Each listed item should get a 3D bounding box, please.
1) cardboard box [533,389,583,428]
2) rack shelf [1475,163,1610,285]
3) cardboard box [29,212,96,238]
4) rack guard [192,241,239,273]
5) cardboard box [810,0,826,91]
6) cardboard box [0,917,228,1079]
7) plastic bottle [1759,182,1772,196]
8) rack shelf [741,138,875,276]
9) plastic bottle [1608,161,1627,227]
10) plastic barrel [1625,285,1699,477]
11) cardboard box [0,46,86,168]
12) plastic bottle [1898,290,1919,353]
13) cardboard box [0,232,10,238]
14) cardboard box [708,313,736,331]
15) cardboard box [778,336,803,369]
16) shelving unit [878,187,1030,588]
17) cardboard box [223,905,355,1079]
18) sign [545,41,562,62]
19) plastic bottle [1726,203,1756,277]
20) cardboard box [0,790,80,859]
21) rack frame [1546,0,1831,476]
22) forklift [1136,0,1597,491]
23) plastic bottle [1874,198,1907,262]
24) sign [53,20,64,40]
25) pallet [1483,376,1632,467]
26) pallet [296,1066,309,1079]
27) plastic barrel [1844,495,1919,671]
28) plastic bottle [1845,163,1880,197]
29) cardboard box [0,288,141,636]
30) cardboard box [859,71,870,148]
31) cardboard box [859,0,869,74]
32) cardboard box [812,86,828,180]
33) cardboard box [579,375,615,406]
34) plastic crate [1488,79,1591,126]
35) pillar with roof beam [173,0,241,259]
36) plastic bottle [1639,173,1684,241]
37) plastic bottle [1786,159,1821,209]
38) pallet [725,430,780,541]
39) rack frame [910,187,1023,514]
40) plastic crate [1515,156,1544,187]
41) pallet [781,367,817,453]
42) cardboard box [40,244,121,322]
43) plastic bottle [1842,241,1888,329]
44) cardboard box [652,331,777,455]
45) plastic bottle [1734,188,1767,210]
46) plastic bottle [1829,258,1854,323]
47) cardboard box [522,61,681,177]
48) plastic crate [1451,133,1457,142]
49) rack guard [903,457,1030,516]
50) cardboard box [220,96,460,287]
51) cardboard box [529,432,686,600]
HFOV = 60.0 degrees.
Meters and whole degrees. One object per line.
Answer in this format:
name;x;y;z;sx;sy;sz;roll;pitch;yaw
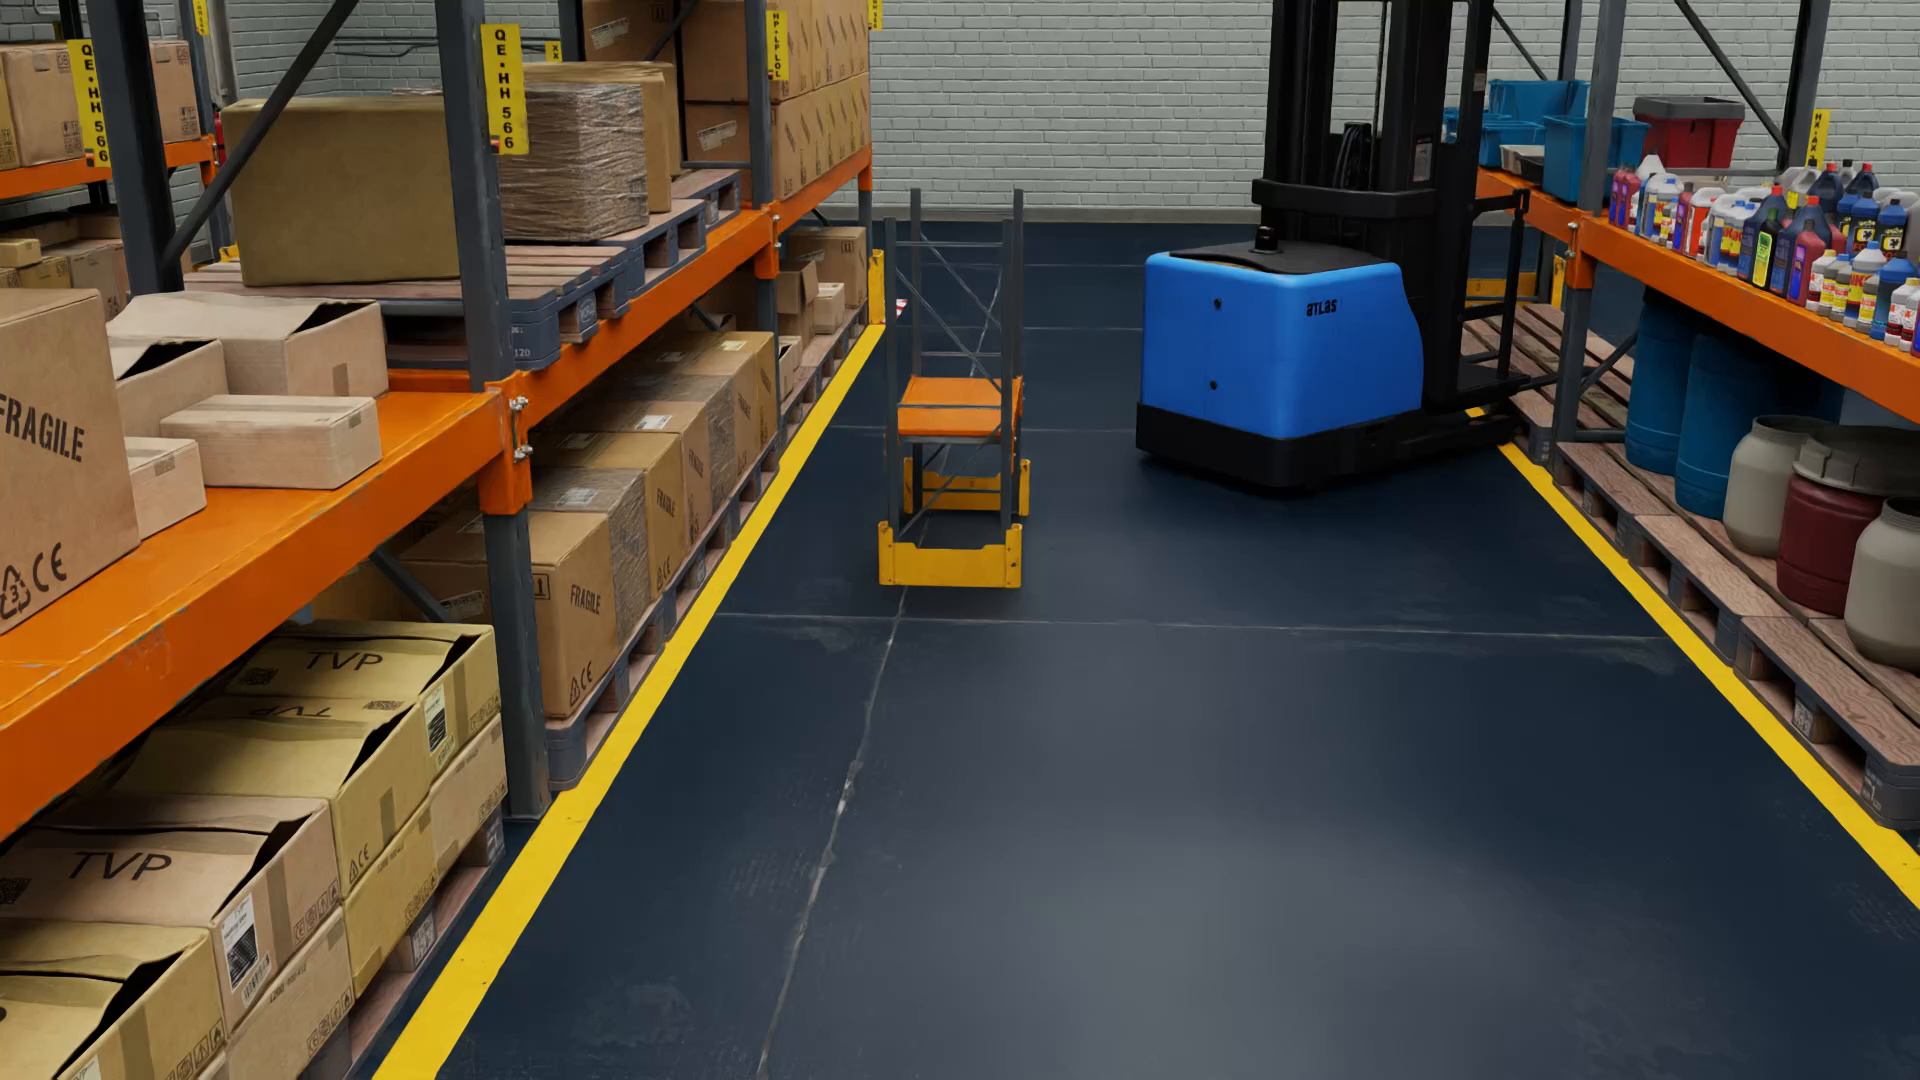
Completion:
cardboard box;-1.826;-0.632;6.639;0.500;0.250;0.500;1;18;3
rack shelf;3.642;-2.034;9.967;1.077;0.370;4.000;1;18;4
cardboard box;-6.272;-2.204;11.630;0.380;0.149;0.250;1;18;4
rack guard;-6.094;-2.037;12.838;1.175;0.500;0.348;1;18;4
cardboard box;-1.053;-2.849;9.533;0.500;0.500;0.500;1;18;2
cardboard box;-1.628;0.859;2.825;0.500;0.311;0.500;2;18;5
plastic bottle;3.667;-1.527;7.586;0.097;0.201;0.097;0;18;0
rack shelf;-1.298;-2.145;10.308;1.077;0.370;4.000;1;18;4
plastic bottle;3.047;-1.594;7.659;0.061;0.283;0.133;1;18;4
plastic barrel;3.443;-0.788;7.706;0.600;0.901;0.708;1;18;4
cardboard box;-6.227;-2.739;10.483;0.980;0.700;0.700;0;18;1
plastic bottle;2.859;-0.660;4.938;0.097;0.201;0.097;0;18;0
cardboard box;-6.345;-1.889;10.669;0.380;0.149;0.250;1;18;3
cardboard box;-1.630;-1.214;9.921;0.500;0.311;0.500;1;18;4
cardboard box;-1.144;-1.123;9.877;0.380;0.166;0.250;1;18;4
shelving unit;-0.005;-0.689;7.117;0.587;1.500;1.083;1;18;4
cardboard box;-1.595;0.969;3.391;0.500;0.250;0.500;2;18;5
sign;-1.983;-2.287;8.195;0.100;0.325;0.005;1;18;4
plastic bottle;2.960;-1.133;6.269;0.097;0.271;0.097;0;18;0
cardboard box;-2.127;0.695;3.326;0.500;0.311;0.500;1;18;2
rack frame;3.499;-1.754;7.960;1.000;3.000;0.127;1;18;4
forklift;2.387;-1.981;8.762;3.031;2.935;1.130;-14;23;-36
plastic bottle;3.579;-1.177;6.403;0.097;0.271;0.097;0;18;0
sign;-6.649;-3.681;12.322;0.100;0.325;0.005;1;18;4
pallet;3.513;-0.658;9.093;1.003;0.211;1.213;1;18;4
pallet;-1.916;1.334;3.012;1.003;0.211;1.213;1;18;4
plastic barrel;3.181;0.141;5.496;0.421;0.512;0.421;0;18;0
plastic bottle;3.746;-1.381;6.898;0.144;0.351;0.185;1;18;4
cardboard box;-1.832;-0.150;2.902;0.500;0.500;0.500;0;18;1
cardboard box;-0.915;-3.011;11.633;0.500;0.500;0.500;2;18;6
cardboard box;-0.912;-3.487;11.480;0.500;0.500;0.500;1;18;3
cardboard box;-1.062;-2.380;9.709;0.500;0.500;0.500;1;18;4
cardboard box;-1.790;-0.421;7.200;0.500;0.500;0.500;2;18;5
plastic crate;3.948;-2.934;11.406;0.616;0.435;0.499;1;18;4
pillar with roof beam;-2.471;-6.830;13.816;9.100;9.000;0.400;1;18;4
plastic bottle;3.059;-1.446;7.219;0.152;0.276;0.135;1;18;4
plastic bottle;3.616;-1.441;7.083;0.144;0.351;0.185;1;18;4
pallet;-1.462;-0.287;7.961;1.003;0.211;1.213;1;18;4
rack frame;0.030;-0.844;7.590;0.500;1.500;0.032;1;18;4
plastic crate;3.311;-2.006;9.072;0.437;0.125;0.590;1;18;4
pallet;-1.391;-0.754;9.386;1.003;0.211;1.213;1;18;4
cardboard box;-6.118;-1.698;11.128;0.700;0.500;0.500;1;18;2
plastic bottle;2.886;-0.814;5.297;0.097;0.271;0.097;0;18;0
cardboard box;-1.191;-0.728;8.134;0.500;0.500;0.500;1;18;4
plastic bottle;3.171;-1.269;6.678;0.152;0.276;0.135;1;18;4
plastic bottle;2.893;-0.811;5.400;0.097;0.201;0.097;0;18;0
cardboard box;-1.699;-1.971;7.786;0.700;0.500;0.500;-5;19;-15
plastic crate;3.285;-2.522;10.630;0.250;0.136;0.298;1;18;4
rack guard;0.030;-0.250;7.784;0.587;0.250;0.087;1;18;4
cardboard box;-1.796;-1.069;5.033;0.700;0.500;0.500;-5;19;-15
cardboard box;-1.338;-0.098;6.214;0.500;0.500;0.500;1;18;3
